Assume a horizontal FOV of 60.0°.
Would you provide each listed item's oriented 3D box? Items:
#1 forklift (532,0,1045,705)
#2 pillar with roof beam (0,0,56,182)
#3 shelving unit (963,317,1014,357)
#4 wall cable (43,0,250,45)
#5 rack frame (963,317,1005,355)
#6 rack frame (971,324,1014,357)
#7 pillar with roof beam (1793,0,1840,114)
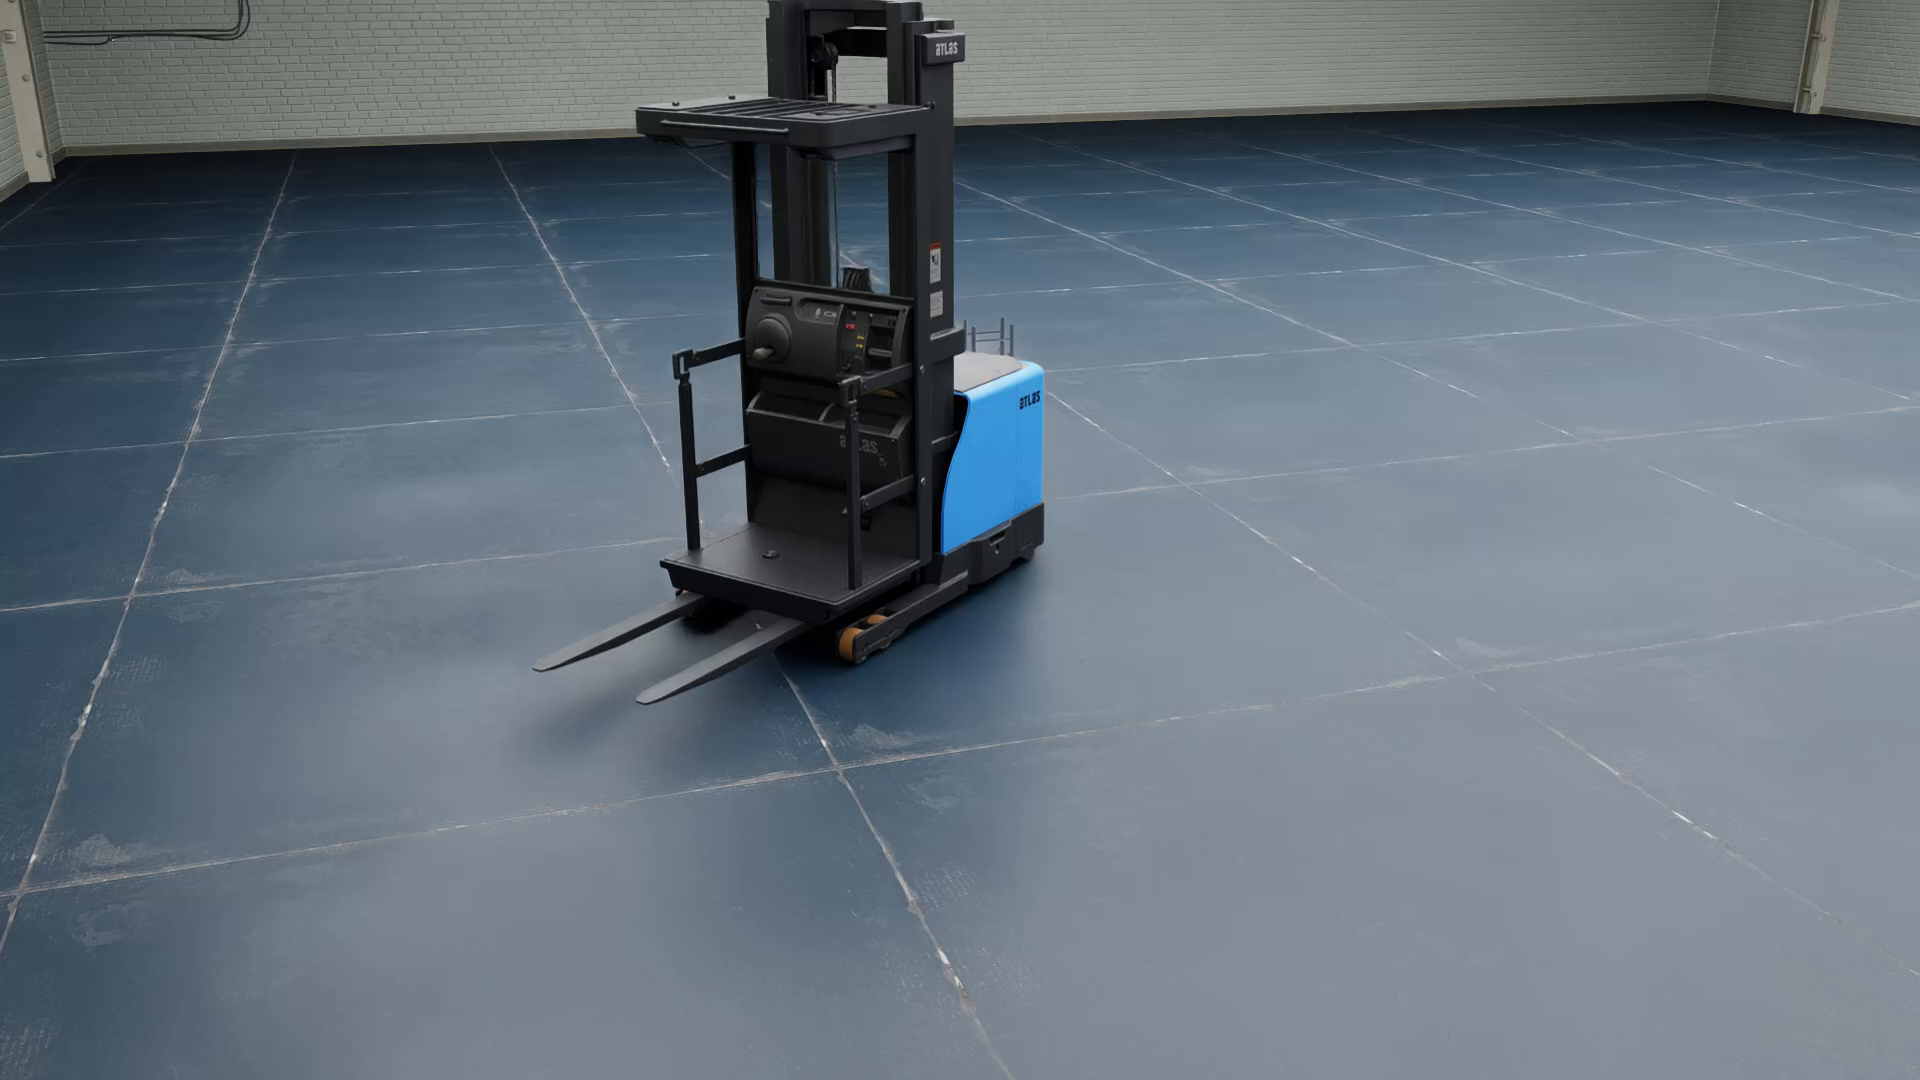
[{"bbox_3d":[-0.758,-0.983,7.817,1.130,2.935,3.031,12,23,31],"label":"forklift"},{"bbox_3d":[-9.005,-9.823,23.452,9.100,9.000,0.400,-6,21,-17],"label":"pillar with roof beam"},{"bbox_3d":[0.157,-0.648,9.445,0.258,1.200,0.189,-5,20,-14],"label":"shelving unit"},{"bbox_3d":[-12.763,-8.990,25.726,3.097,2.526,0.112,-6,21,-17],"label":"wall cable"},{"bbox_3d":[0.134,-0.678,9.528,0.240,1.200,0.006,-5,20,-14],"label":"rack frame"},{"bbox_3d":[0.180,-0.618,9.362,0.240,1.200,0.006,-5,20,-14],"label":"rack frame"},{"bbox_3d":[12.725,-12.255,30.223,9.100,9.000,0.400,-6,21,-17],"label":"pillar with roof beam"}]
